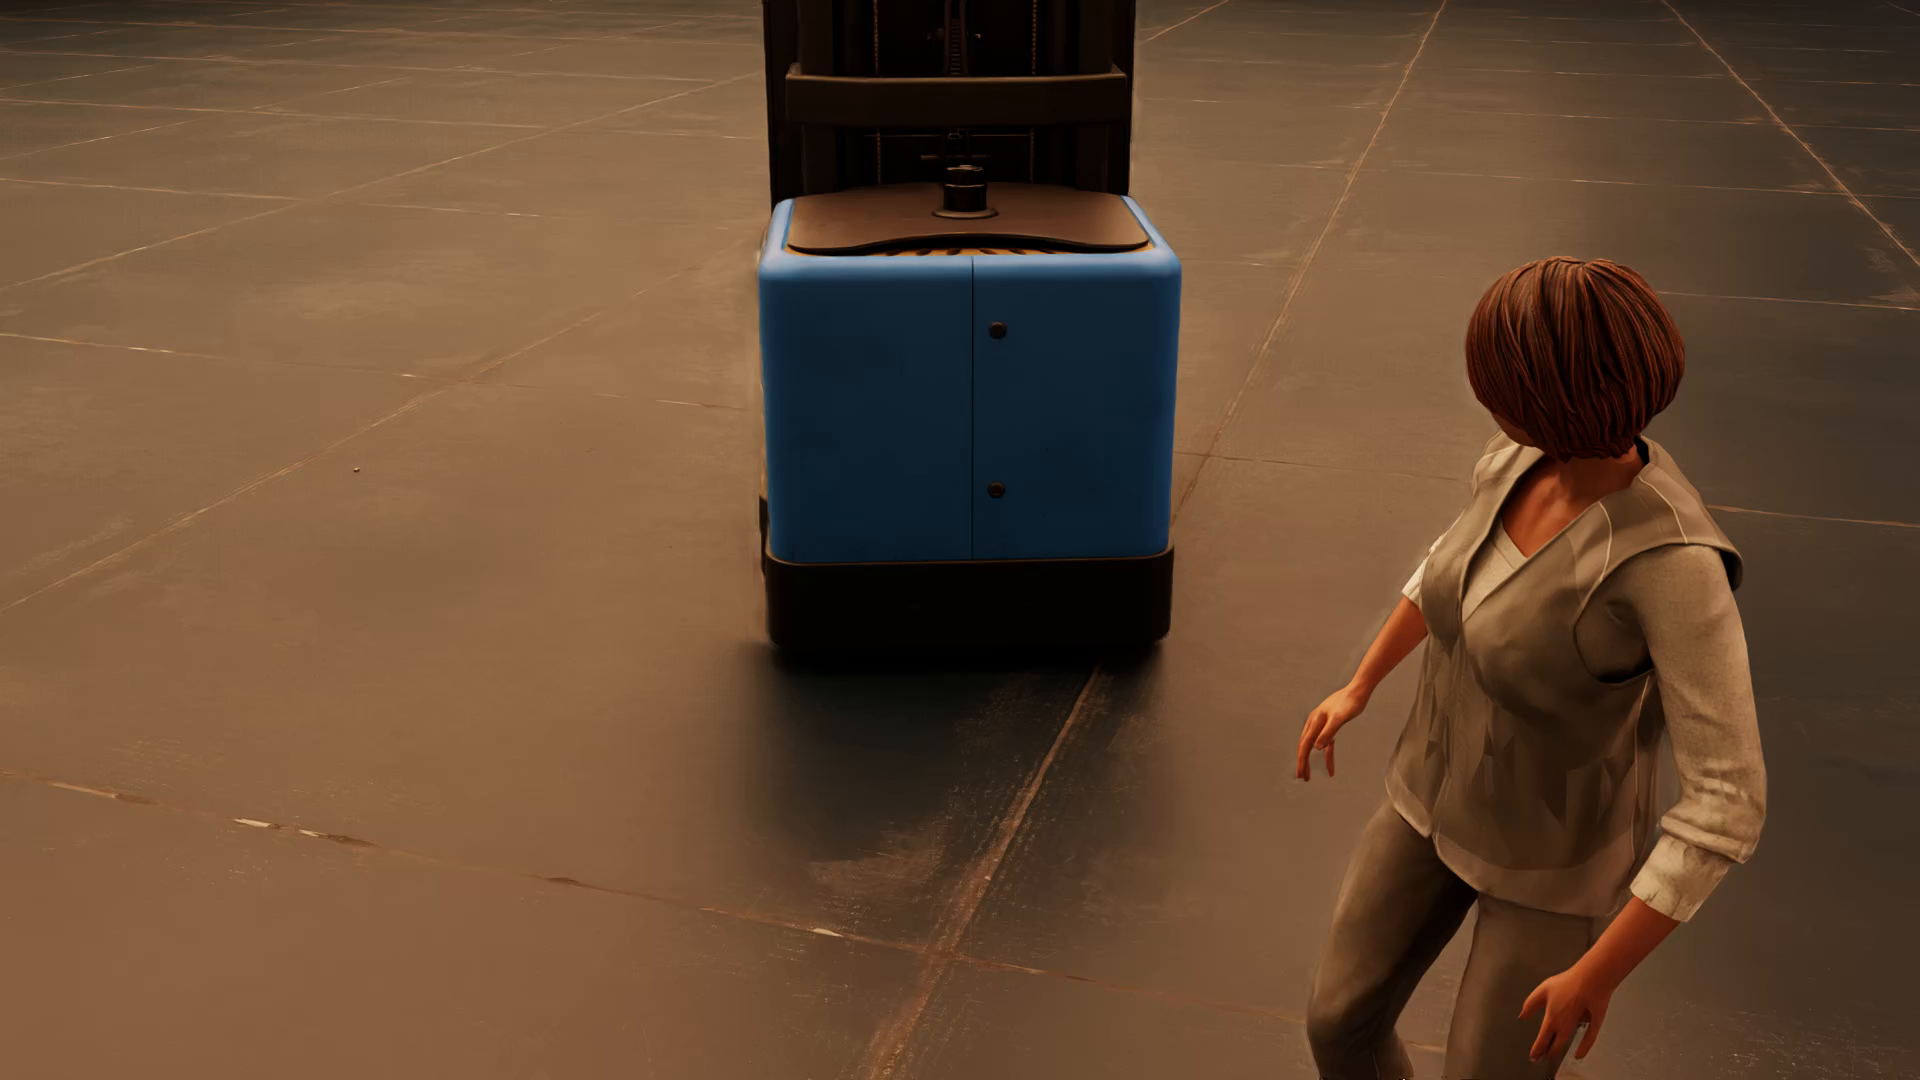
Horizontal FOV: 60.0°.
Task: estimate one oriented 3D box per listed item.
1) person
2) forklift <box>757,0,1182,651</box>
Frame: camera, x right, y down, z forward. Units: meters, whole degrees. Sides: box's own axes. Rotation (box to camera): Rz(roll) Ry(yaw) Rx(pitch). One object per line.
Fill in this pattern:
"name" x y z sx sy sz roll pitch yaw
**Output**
"person" 0.660 0.419 2.066 0.444 1.570 0.614 -10 24 -23
"forklift" -0.044 -1.589 5.129 1.130 2.935 3.031 -1 22 -3
